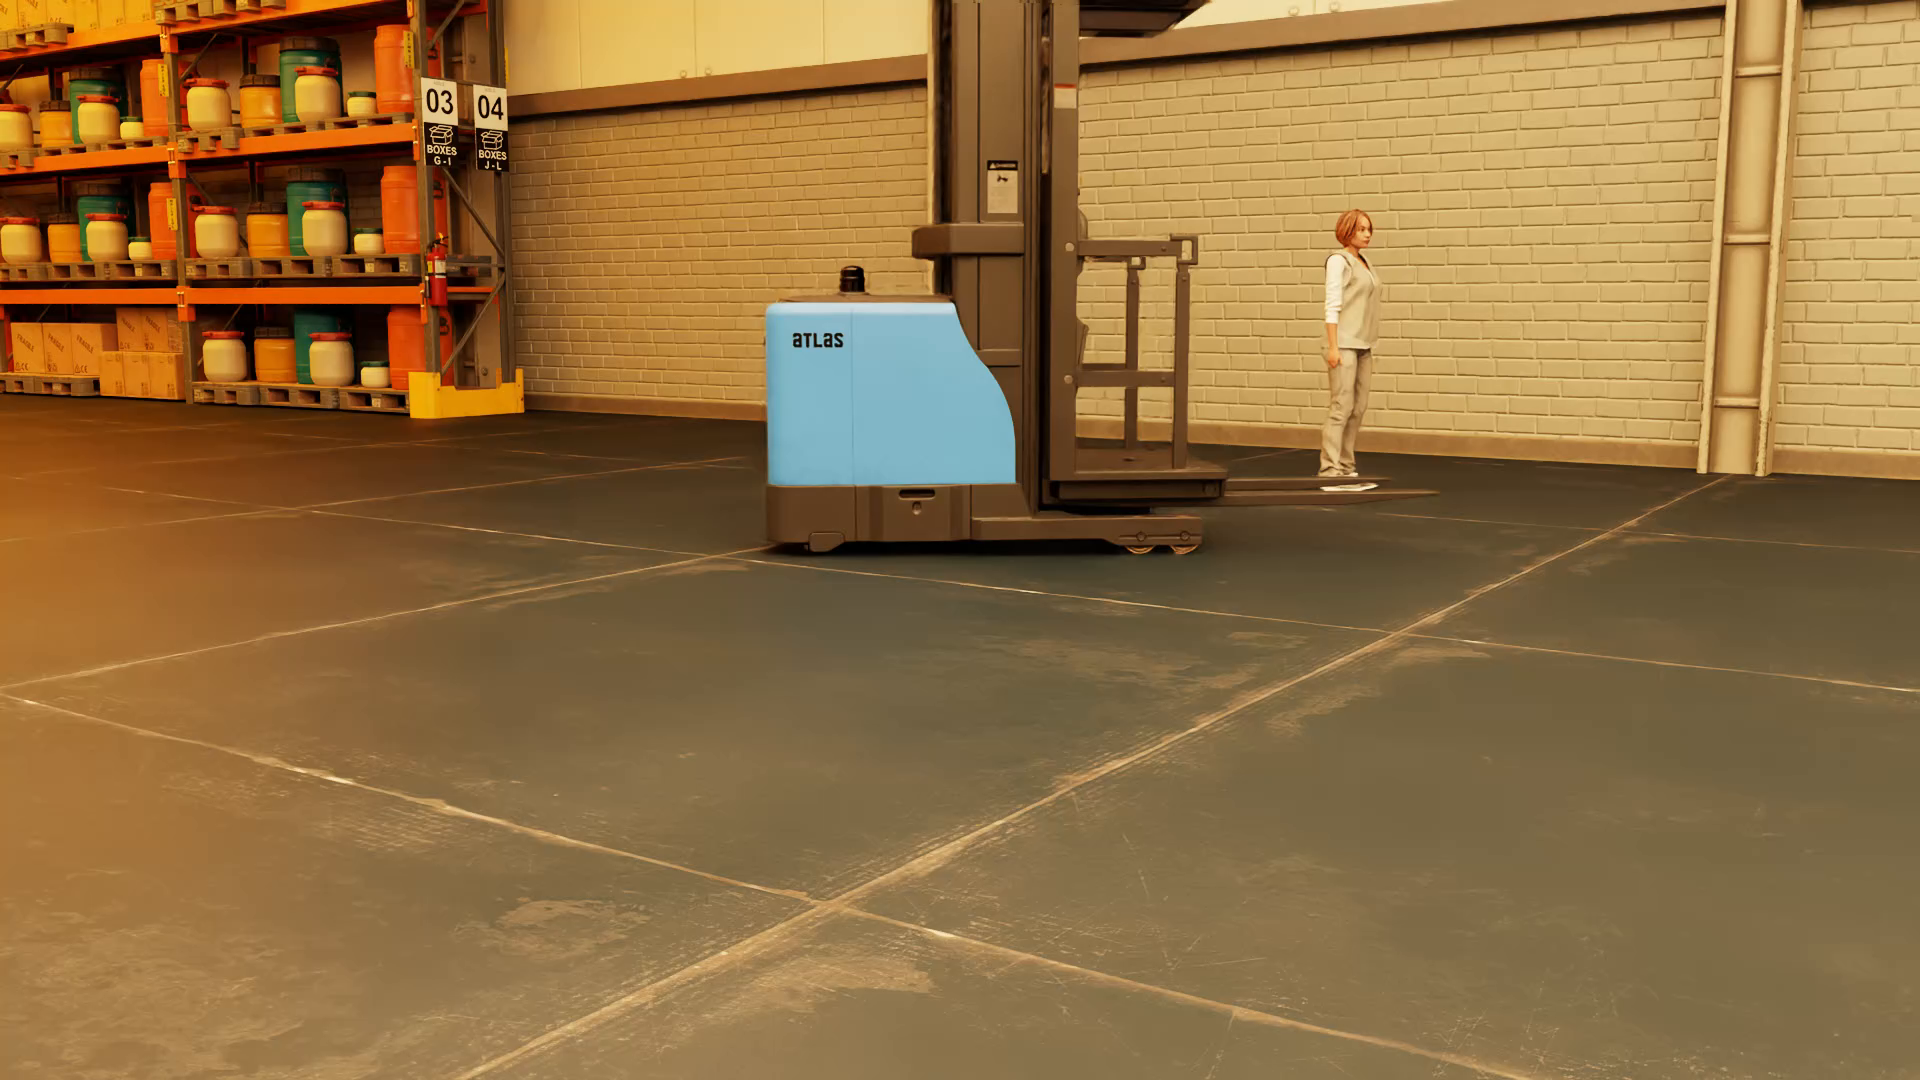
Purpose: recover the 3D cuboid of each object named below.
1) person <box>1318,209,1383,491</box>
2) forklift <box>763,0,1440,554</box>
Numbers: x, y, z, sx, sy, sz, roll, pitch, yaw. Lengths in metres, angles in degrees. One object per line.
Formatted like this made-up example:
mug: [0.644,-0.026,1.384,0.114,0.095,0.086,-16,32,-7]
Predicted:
person: [2.237,-1.078,9.503,0.329,1.602,0.444,6,10,37]
forklift: [0.629,-1.464,7.488,3.031,2.935,1.130,-1,8,-6]
